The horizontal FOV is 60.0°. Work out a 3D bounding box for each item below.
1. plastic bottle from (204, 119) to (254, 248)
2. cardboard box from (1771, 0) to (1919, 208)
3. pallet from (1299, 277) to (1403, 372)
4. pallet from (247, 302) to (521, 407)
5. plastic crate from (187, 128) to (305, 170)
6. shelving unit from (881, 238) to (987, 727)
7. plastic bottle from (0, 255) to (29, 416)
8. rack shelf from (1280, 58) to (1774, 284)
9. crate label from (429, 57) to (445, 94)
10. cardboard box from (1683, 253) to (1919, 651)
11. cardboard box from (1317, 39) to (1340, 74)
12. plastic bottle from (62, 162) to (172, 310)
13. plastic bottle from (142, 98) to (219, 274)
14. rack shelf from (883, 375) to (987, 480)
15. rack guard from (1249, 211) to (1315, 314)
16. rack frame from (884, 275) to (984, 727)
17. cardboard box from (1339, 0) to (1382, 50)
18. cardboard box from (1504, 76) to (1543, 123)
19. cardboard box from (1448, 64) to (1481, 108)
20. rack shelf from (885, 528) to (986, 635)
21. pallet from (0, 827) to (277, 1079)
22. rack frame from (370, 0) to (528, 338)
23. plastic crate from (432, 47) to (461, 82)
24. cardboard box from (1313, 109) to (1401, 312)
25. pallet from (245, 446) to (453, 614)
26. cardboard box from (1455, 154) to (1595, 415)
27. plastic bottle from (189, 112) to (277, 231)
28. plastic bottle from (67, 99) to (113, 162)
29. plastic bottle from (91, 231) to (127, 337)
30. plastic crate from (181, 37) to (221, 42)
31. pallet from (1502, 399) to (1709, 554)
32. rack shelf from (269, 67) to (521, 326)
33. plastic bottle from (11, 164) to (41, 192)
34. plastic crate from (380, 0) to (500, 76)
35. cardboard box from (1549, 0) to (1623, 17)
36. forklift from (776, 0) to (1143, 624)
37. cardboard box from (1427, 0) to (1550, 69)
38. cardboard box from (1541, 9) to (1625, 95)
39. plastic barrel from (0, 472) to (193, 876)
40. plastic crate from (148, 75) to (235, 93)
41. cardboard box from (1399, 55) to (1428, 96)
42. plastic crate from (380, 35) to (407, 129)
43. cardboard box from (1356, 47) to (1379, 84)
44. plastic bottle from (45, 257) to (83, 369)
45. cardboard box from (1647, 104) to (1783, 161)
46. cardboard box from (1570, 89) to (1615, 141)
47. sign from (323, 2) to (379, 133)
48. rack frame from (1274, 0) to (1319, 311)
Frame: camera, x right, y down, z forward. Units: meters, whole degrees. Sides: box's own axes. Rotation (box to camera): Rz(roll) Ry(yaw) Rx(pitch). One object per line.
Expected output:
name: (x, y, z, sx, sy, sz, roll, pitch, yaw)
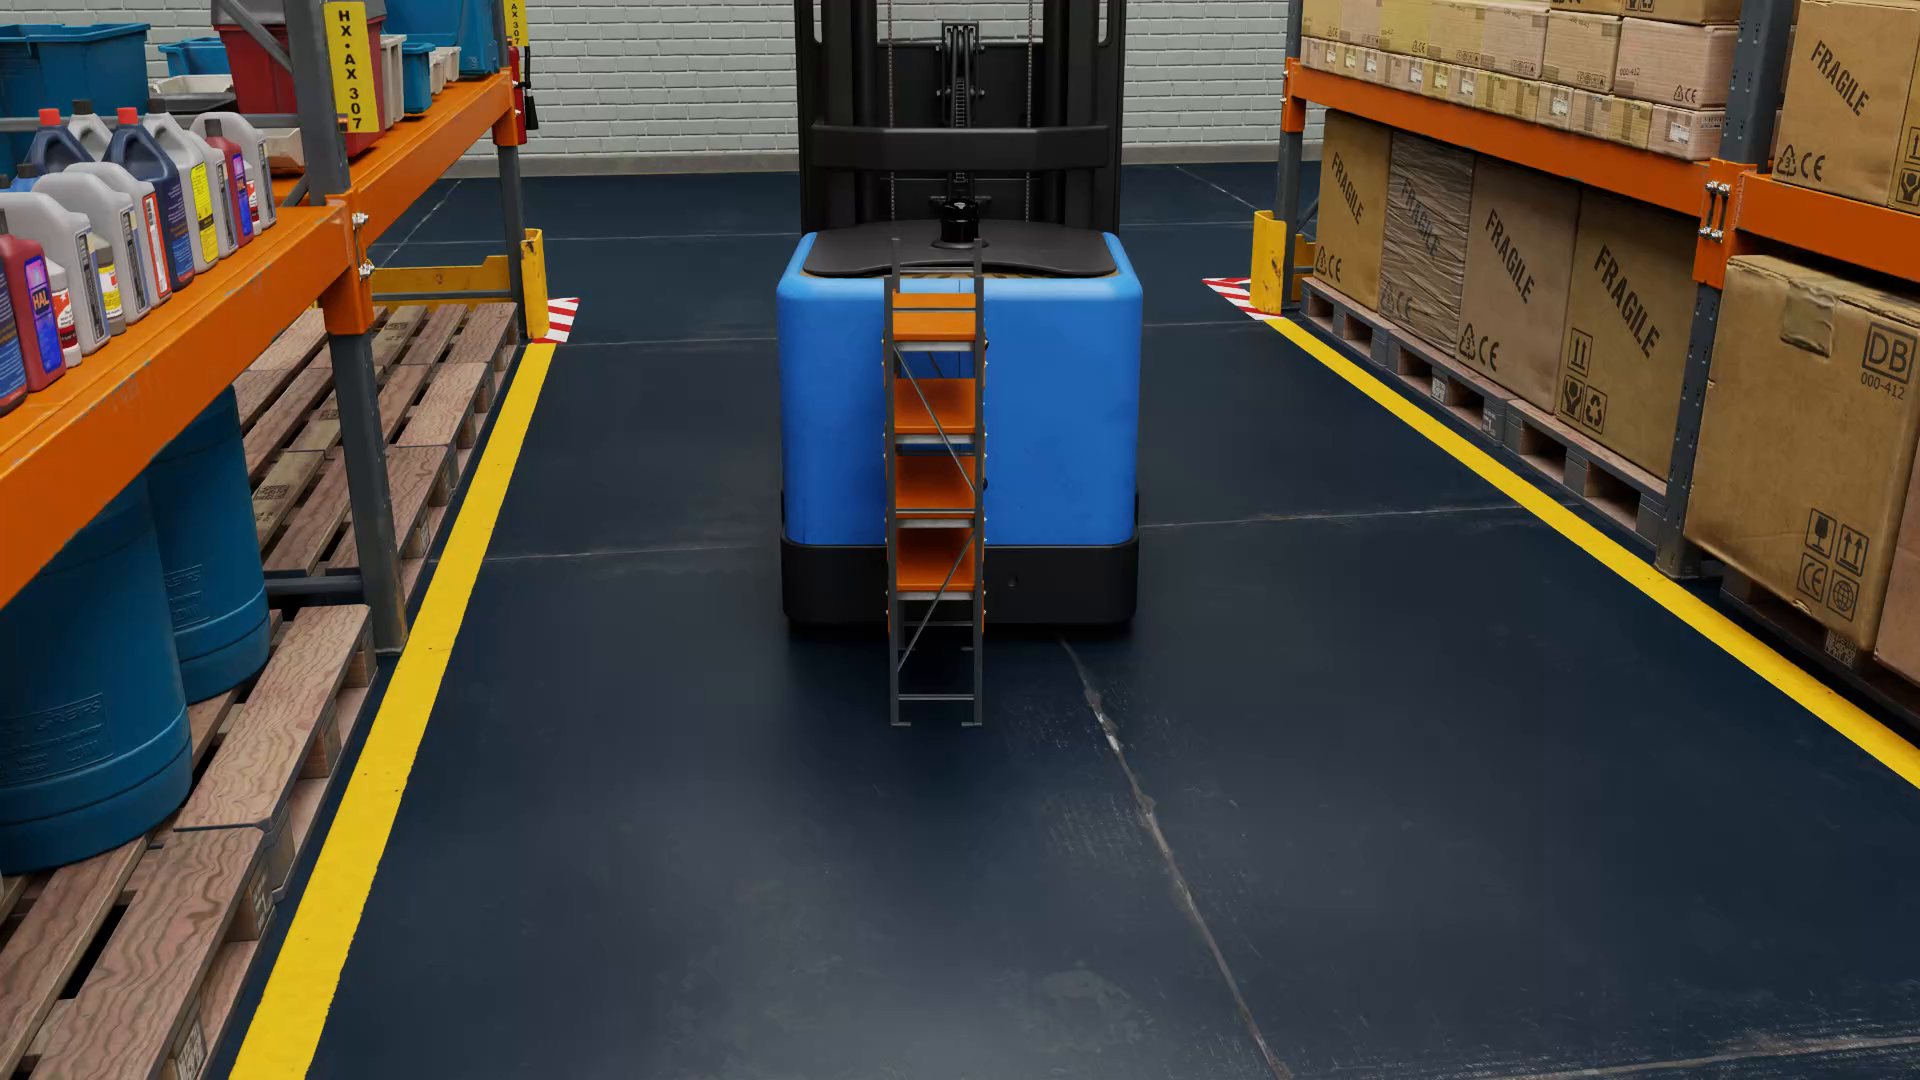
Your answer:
plastic bottle: (-1.665, -0.813, 3.773, 0.061, 0.283, 0.133, -3, 21, -8)
cardboard box: (2.600, -1.191, 4.474, 0.500, 0.500, 0.500, -3, 21, -8)
pallet: (2.397, -1.121, 8.417, 1.003, 0.211, 1.213, -3, 21, -8)
pallet: (-2.616, -0.857, 7.709, 1.003, 0.211, 1.213, -3, 21, -8)
plastic crate: (-2.046, -1.139, 4.769, 0.396, 0.136, 0.243, -3, 21, -8)
shelving unit: (-0.062, -0.156, 4.420, 0.258, 1.200, 0.503, 0, 20, 0)
plastic bottle: (-1.505, -0.360, 2.463, 0.144, 0.351, 0.185, -3, 21, -8)
rack shelf: (2.493, -1.671, 6.932, 1.077, 0.370, 4.000, -3, 21, -8)
crate label: (-2.308, -1.886, 6.770, 0.396, 0.136, 0.243, -3, 21, -8)
cardboard box: (2.893, -0.297, 4.660, 1.225, 0.875, 0.875, -3, 21, -8)
cardboard box: (1.967, -2.355, 8.093, 0.380, 0.149, 0.250, -3, 21, -9)
plastic bottle: (-1.618, -0.587, 3.177, 0.152, 0.276, 0.135, -3, 21, -8)
plastic bottle: (-1.664, -0.741, 3.484, 0.144, 0.351, 0.185, -3, 21, -8)
rack shelf: (-0.062, -0.303, 4.365, 0.258, 0.148, 0.480, 0, 20, 0)
rack guard: (2.201, -1.538, 9.120, 1.175, 0.500, 0.348, -3, 21, -8)
rack frame: (-0.062, -0.071, 4.191, 0.240, 1.200, 0.015, 0, 20, 0)
cardboard box: (2.088, -2.410, 7.672, 0.500, 0.250, 0.500, -3, 21, -8)
cardboard box: (2.264, -1.643, 6.188, 0.380, 0.149, 0.250, -3, 21, -7)
cardboard box: (2.192, -1.820, 6.662, 0.380, 0.149, 0.250, -3, 21, -7)
rack shelf: (-0.062, 0.093, 4.513, 0.258, 0.148, 0.480, 0, 20, 0)
pallet: (-1.871, 0.933, 2.917, 1.003, 0.211, 1.213, -3, 21, -8)
rack frame: (-2.697, -2.451, 7.991, 1.000, 3.000, 0.127, -3, 21, -8)
plastic crate: (-2.400, -2.082, 7.295, 0.396, 0.136, 0.243, -3, 21, -8)
cardboard box: (2.376, -1.685, 8.376, 0.875, 0.875, 0.875, -3, 21, -8)
pallet: (-2.265, -0.012, 5.447, 1.003, 0.211, 1.213, -3, 21, -8)
cardboard box: (2.635, -1.061, 6.707, 0.875, 0.875, 0.875, -3, 21, -8)
plastic bottle: (-1.744, -0.888, 3.983, 0.152, 0.276, 0.135, -3, 21, -8)
plastic bottle: (-1.807, -0.734, 3.464, 0.144, 0.351, 0.185, -3, 21, -8)
plastic bottle: (-1.555, -0.466, 2.961, 0.097, 0.201, 0.097, 0, 20, 0)
plastic crate: (-2.797, -1.843, 6.516, 0.416, 0.233, 0.300, -3, 21, -8)
pallet: (2.749, -0.277, 6.155, 1.003, 0.211, 1.213, -3, 21, -8)
rack shelf: (-2.409, -1.421, 6.263, 1.077, 0.370, 4.000, -3, 21, -8)
plastic bottle: (-1.739, -0.572, 3.144, 0.097, 0.271, 0.097, 0, 20, 0)
plastic crate: (-2.464, -2.389, 7.689, 0.616, 0.435, 0.499, -3, 21, -8)
cardboard box: (2.382, -2.056, 5.650, 0.500, 0.500, 0.500, -3, 21, -7)
forklift: (0.001, -1.591, 5.787, 1.130, 2.935, 3.031, 0, 20, 0)
cardboard box: (2.237, -2.056, 6.722, 0.500, 0.250, 0.500, -3, 21, -9)
cardboard box: (2.381, -1.704, 5.779, 0.500, 0.250, 0.500, -2, 21, -6)
plastic barrel: (-1.957, 0.155, 3.414, 0.600, 0.901, 0.708, -3, 21, -8)
plastic crate: (-2.669, -1.558, 5.892, 0.293, 0.136, 0.466, -3, 21, -8)
cardboard box: (2.117, -1.998, 7.139, 0.380, 0.149, 0.250, -3, 21, -8)
plastic crate: (-2.158, -1.577, 5.734, 0.437, 0.282, 0.530, -3, 21, -8)
cardboard box: (2.043, -2.176, 7.614, 0.380, 0.149, 0.250, -3, 21, -9)
plastic bottle: (-1.522, -0.386, 2.746, 0.097, 0.201, 0.097, 0, 20, 0)
cardboard box: (2.413, -1.287, 5.234, 0.380, 0.149, 0.250, -3, 21, -7)
cardboard box: (2.339, -1.465, 5.711, 0.380, 0.149, 0.250, -3, 21, -9)
sign: (-1.576, -1.223, 4.307, 0.100, 0.325, 0.005, -3, 21, -8)
rack frame: (2.204, -2.701, 8.660, 1.000, 3.000, 0.127, -3, 21, -8)
